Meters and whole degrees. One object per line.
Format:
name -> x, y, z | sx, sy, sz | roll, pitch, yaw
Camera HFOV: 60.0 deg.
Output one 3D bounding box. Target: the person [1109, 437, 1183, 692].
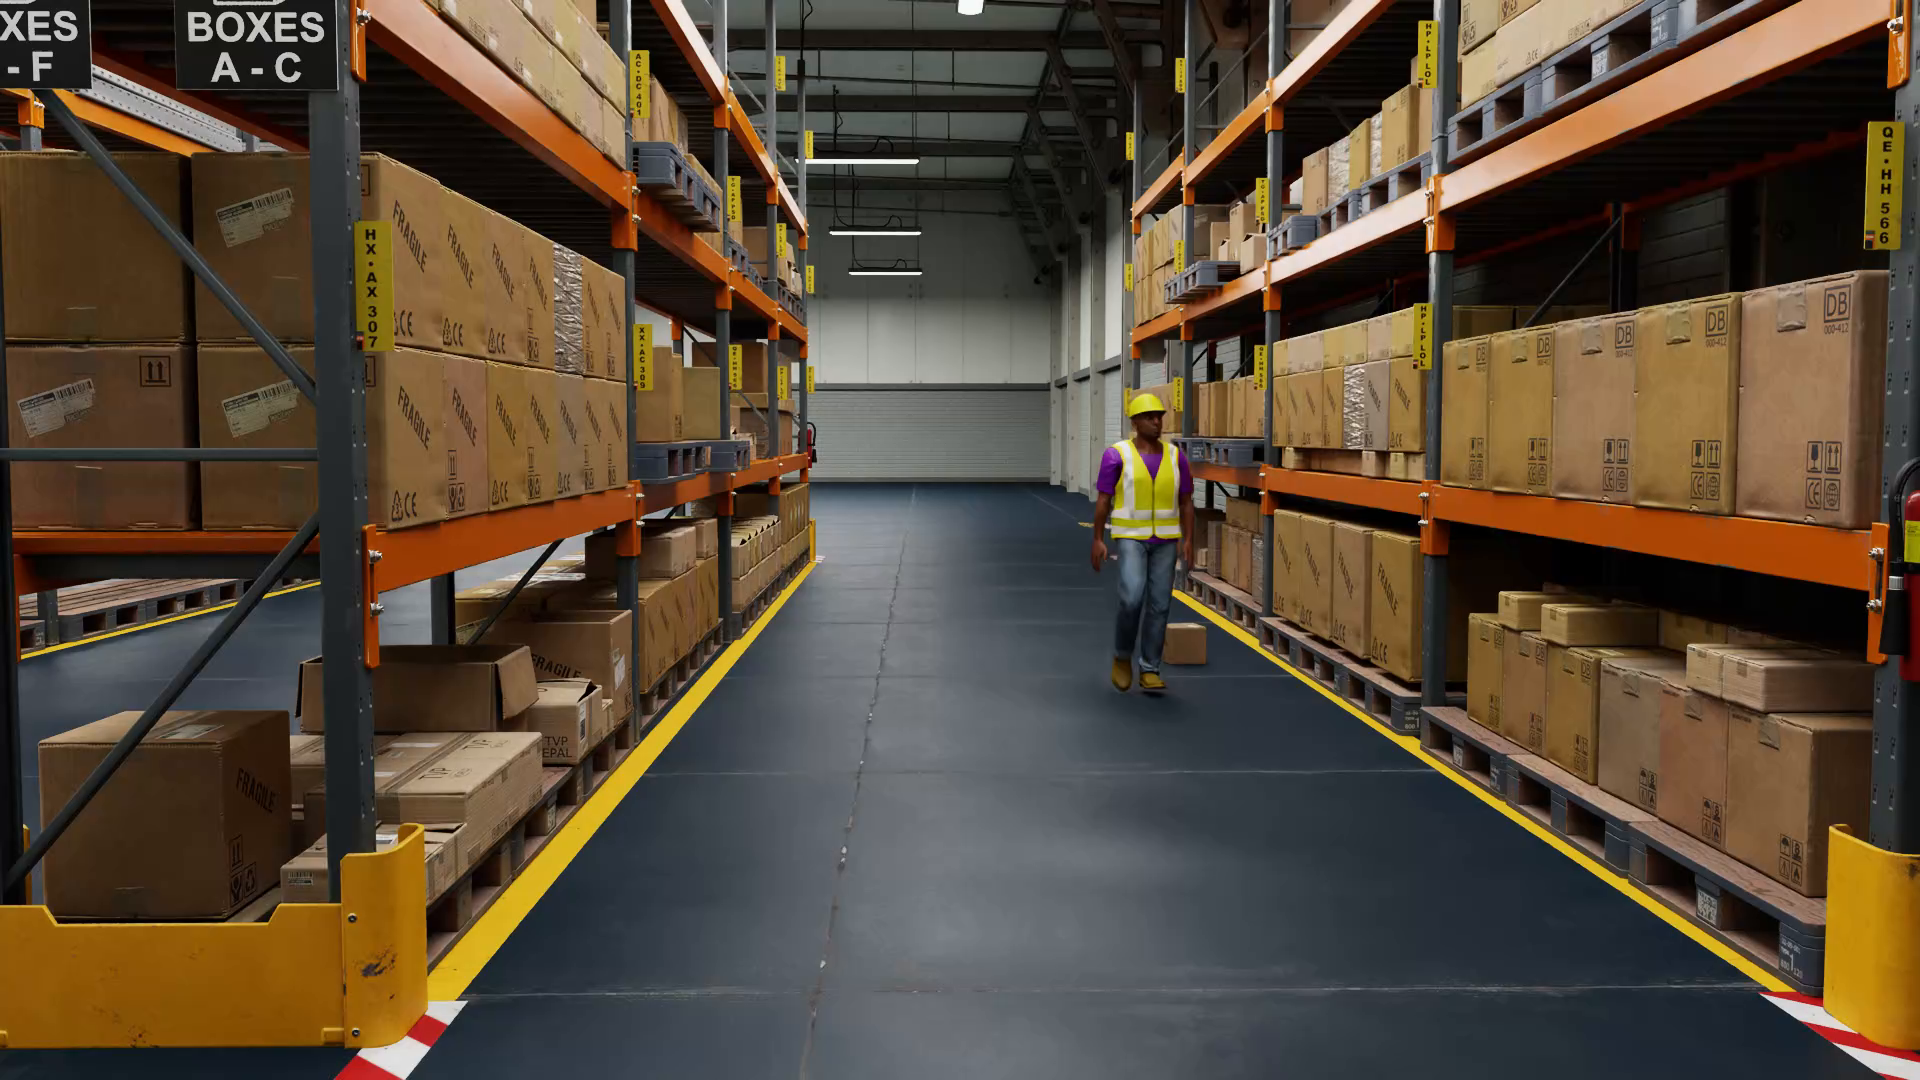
person -> -7.881, -1.006, 14.894 | 15.830, 3.178, 14.058 | -1, 4, -12
